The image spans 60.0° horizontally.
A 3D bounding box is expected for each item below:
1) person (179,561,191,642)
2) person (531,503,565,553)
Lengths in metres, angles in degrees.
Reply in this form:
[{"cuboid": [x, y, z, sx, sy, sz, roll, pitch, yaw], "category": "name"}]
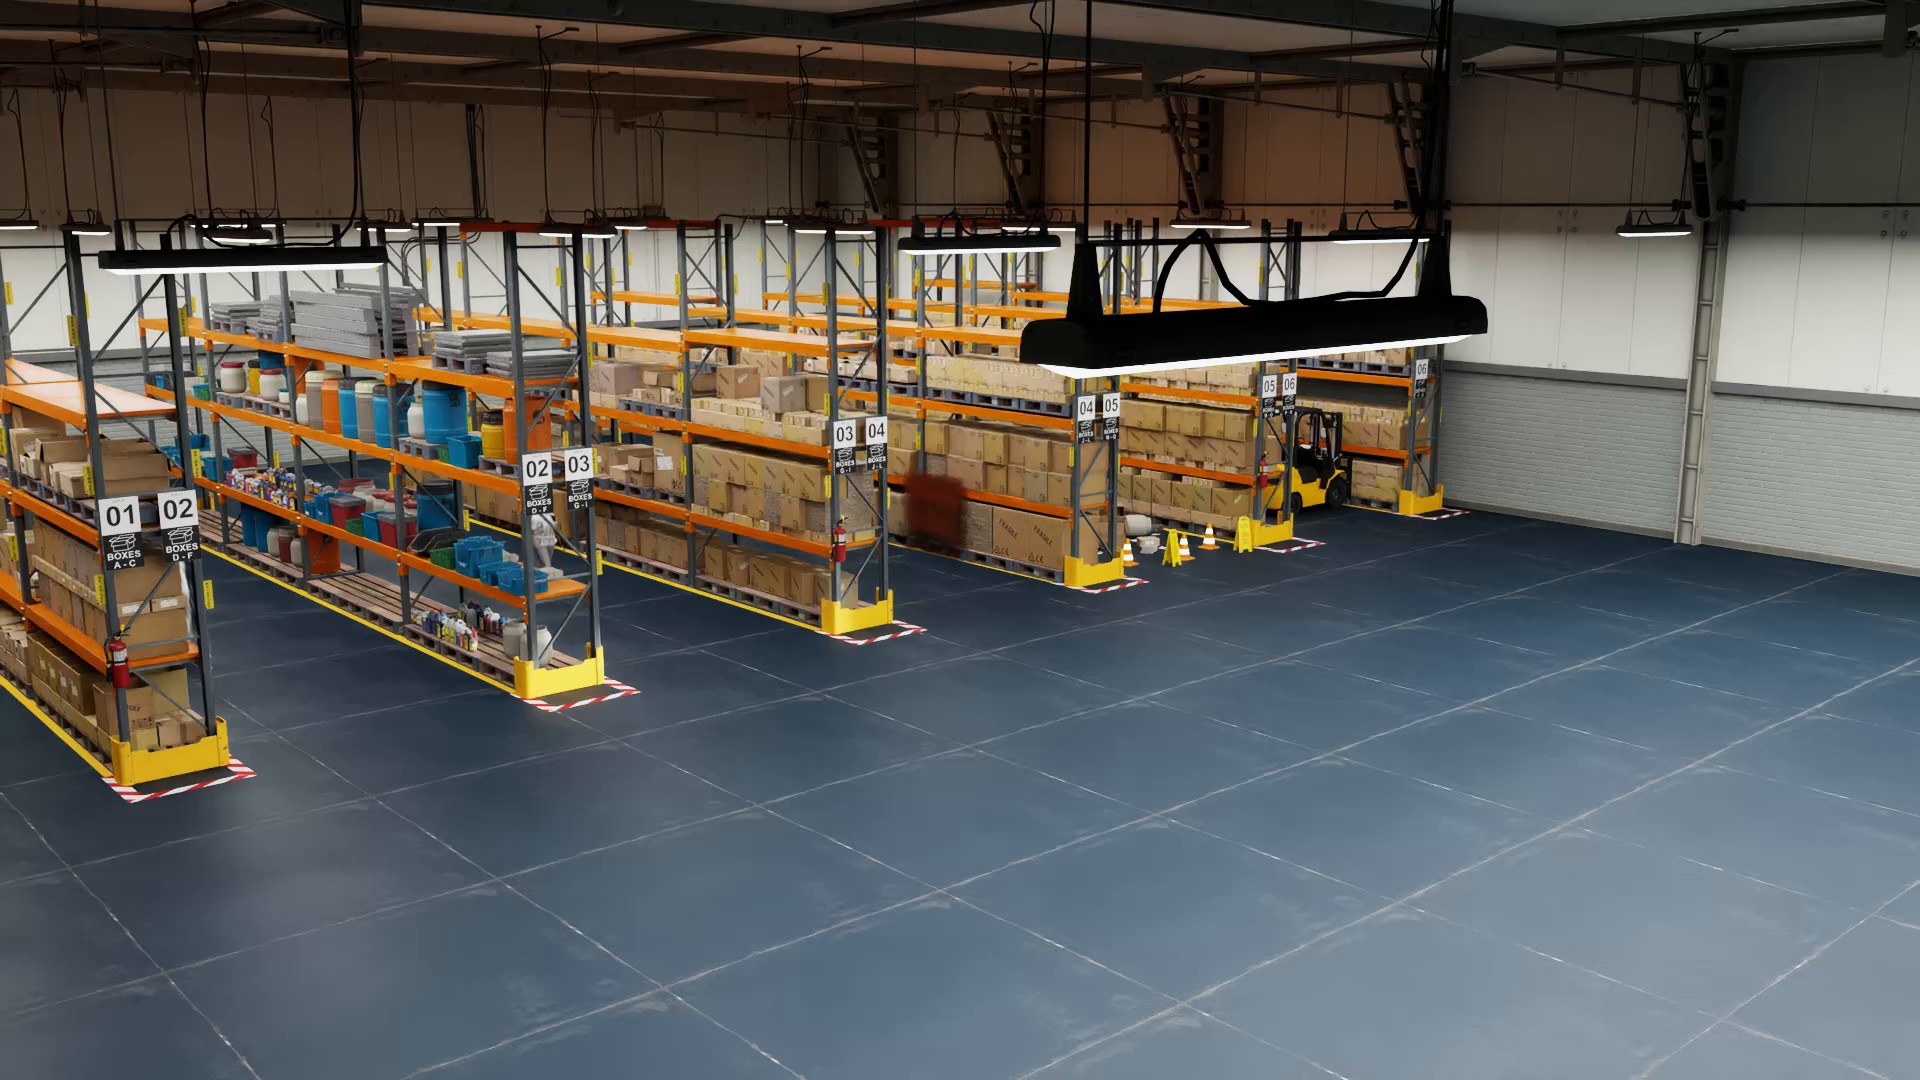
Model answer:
[{"cuboid": [-11.147, 0.827, 23.548, 0.488, 1.632, 0.493, -5, 13, -25], "category": "person"}, {"cuboid": [-6.815, 0.075, 27.293, 1.058, 1.610, 0.558, 10, 15, 39], "category": "person"}]
